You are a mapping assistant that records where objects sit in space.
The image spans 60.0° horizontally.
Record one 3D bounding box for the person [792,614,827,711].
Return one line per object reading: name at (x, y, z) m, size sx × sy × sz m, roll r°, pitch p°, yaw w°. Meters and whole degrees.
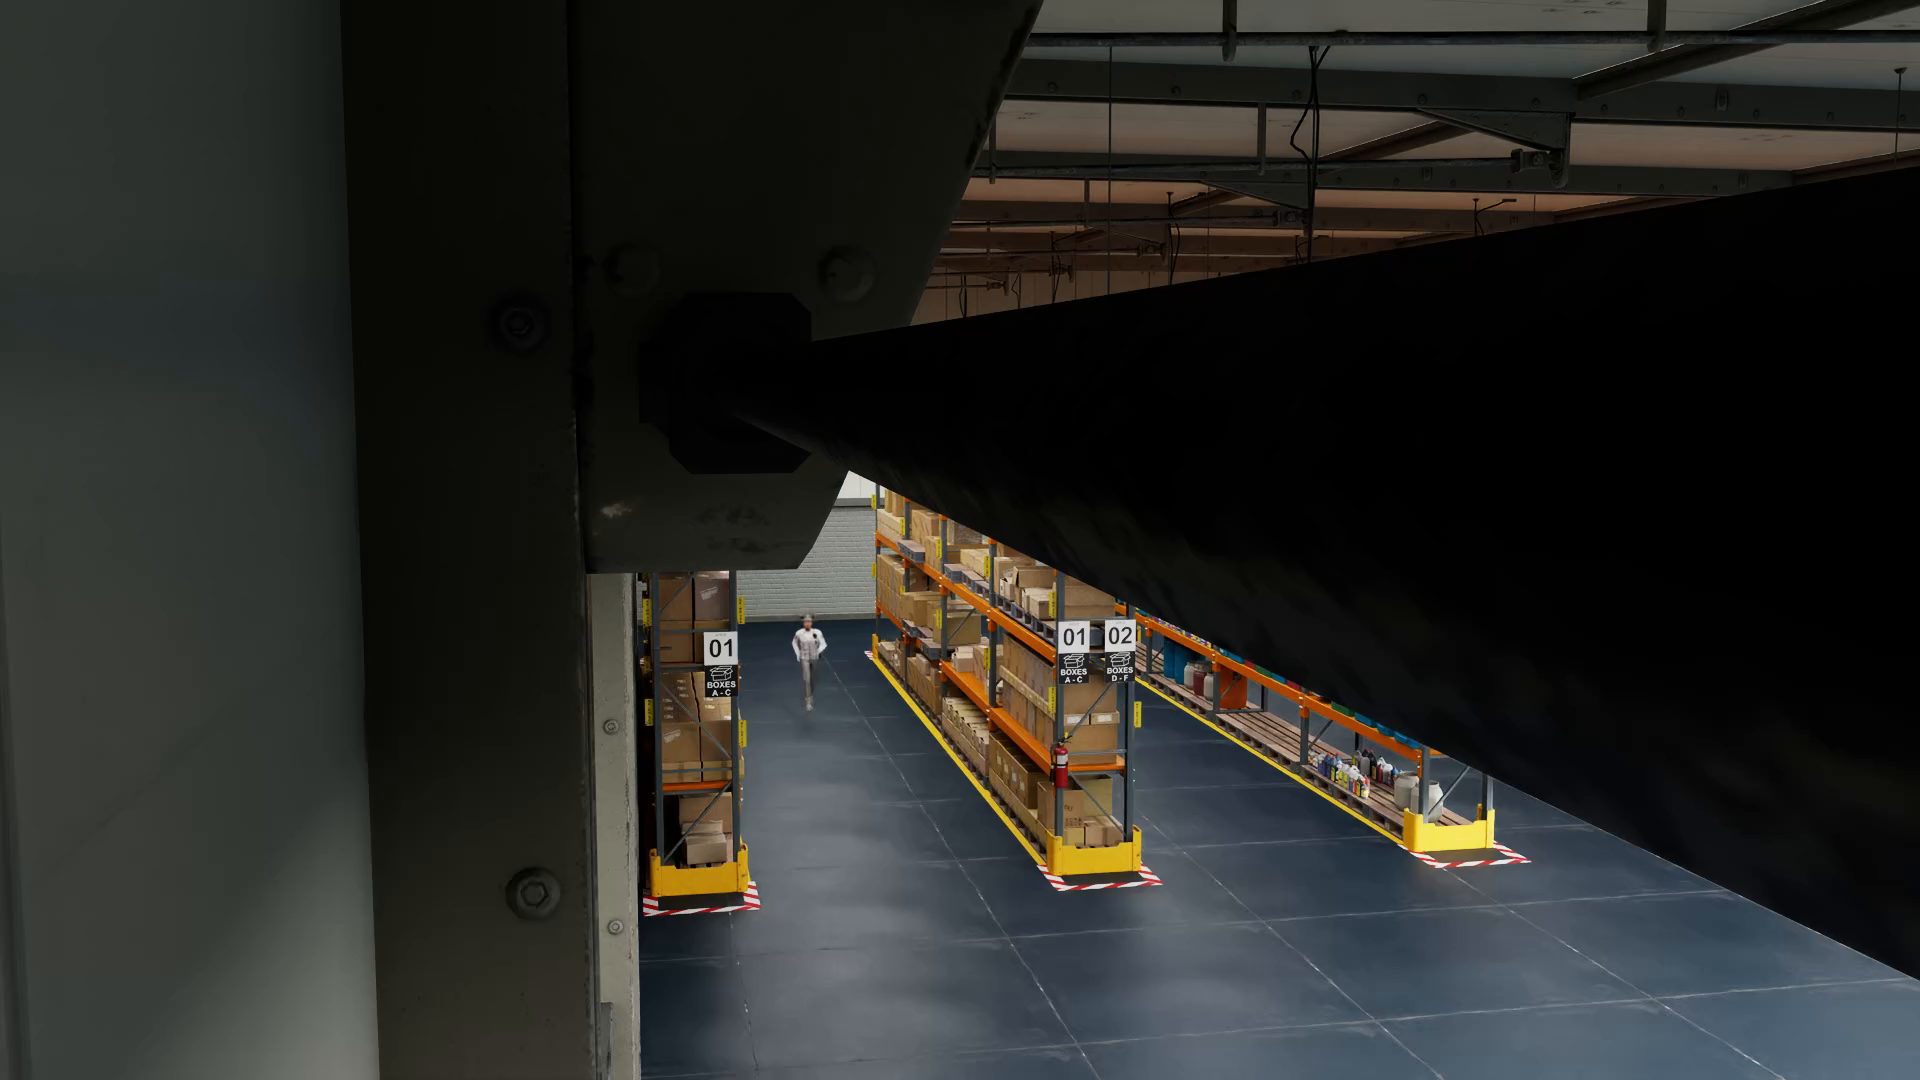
person at (-2.690, 2.163, 29.792) m, size 0.610 × 1.723 × 0.810 m, roll -1°, pitch 6°, yaw -10°
